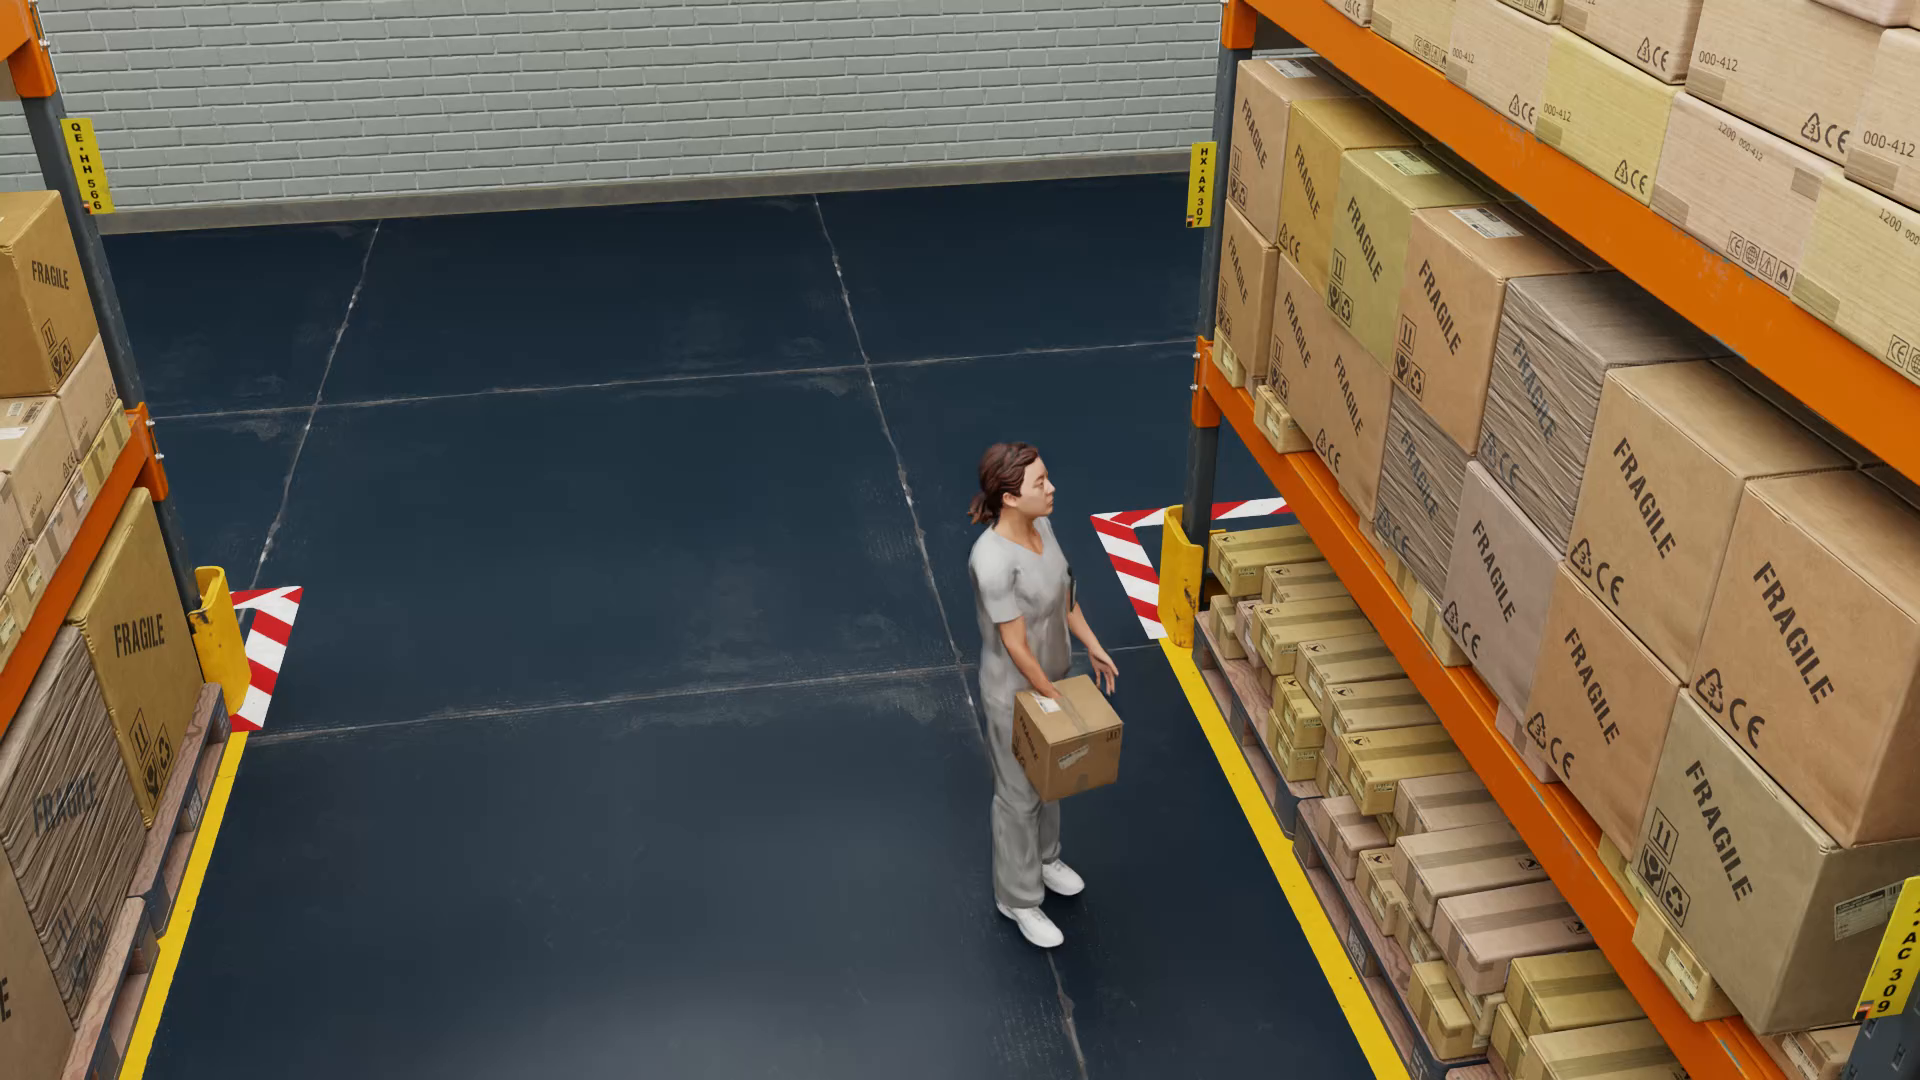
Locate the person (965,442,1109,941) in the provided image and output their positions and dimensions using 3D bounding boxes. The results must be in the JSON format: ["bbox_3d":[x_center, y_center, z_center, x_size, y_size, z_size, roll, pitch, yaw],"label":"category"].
[{"bbox_3d":[0.239,0.473,5.311,0.459,1.684,0.530,3,31,5],"label":"person"}]
